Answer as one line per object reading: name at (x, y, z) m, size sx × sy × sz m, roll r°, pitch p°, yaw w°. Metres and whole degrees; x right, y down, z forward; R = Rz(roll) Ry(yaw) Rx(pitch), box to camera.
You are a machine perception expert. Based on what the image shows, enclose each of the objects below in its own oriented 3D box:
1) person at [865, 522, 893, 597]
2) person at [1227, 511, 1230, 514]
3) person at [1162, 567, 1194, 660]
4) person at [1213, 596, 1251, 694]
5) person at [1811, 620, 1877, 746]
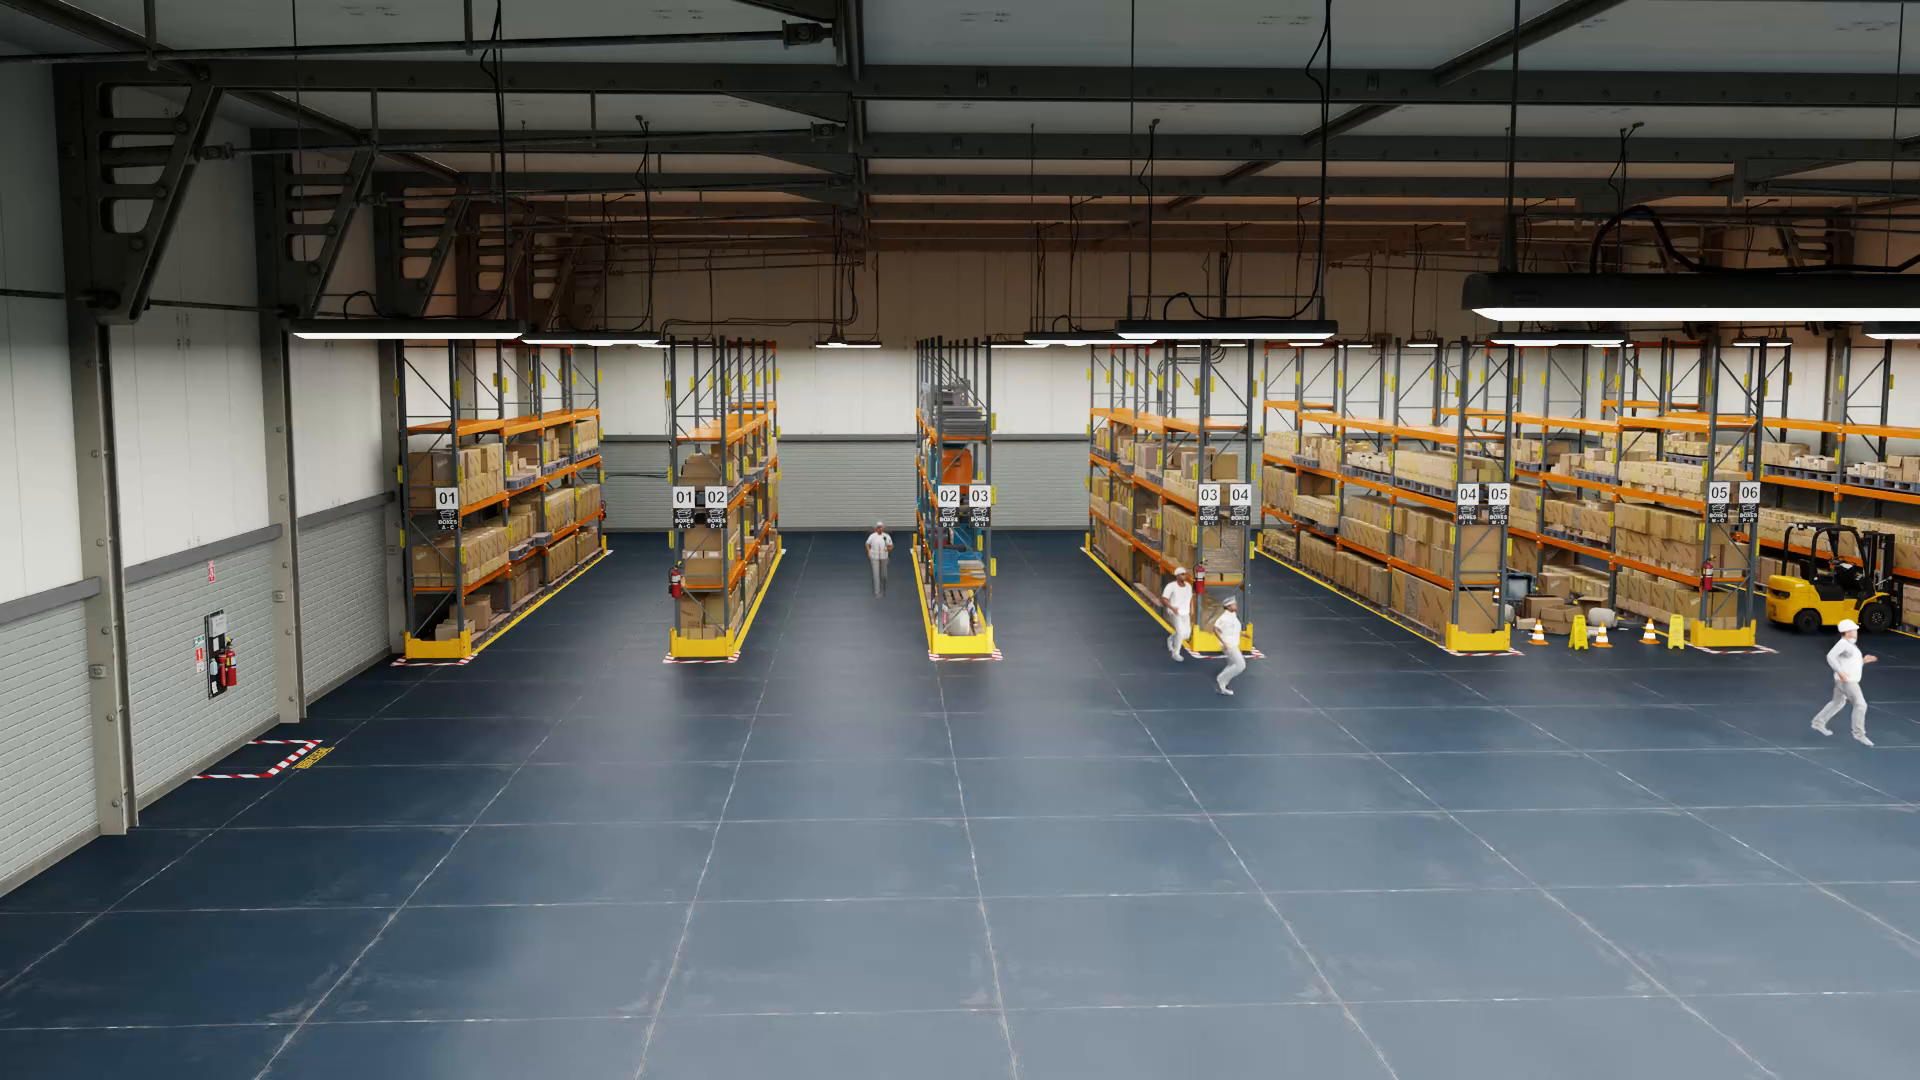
person at (-1.790, 0.433, 36.967) m, size 0.620 × 1.669 × 0.746 m, roll 0°, pitch 7°, yaw -4°
person at (7.386, -0.564, 47.962) m, size 0.740 × 1.696 × 0.514 m, roll 5°, pitch 8°, yaw 35°
person at (4.069, 1.356, 31.028) m, size 0.737 × 1.721 × 0.617 m, roll -4°, pitch 8°, yaw -34°
person at (4.546, 1.755, 27.673) m, size 0.576 × 1.659 × 0.560 m, roll 3°, pitch 7°, yaw 25°
person at (12.973, 2.072, 24.361) m, size 0.822 × 1.822 × 0.633 m, roll 3°, pitch 7°, yaw 27°
